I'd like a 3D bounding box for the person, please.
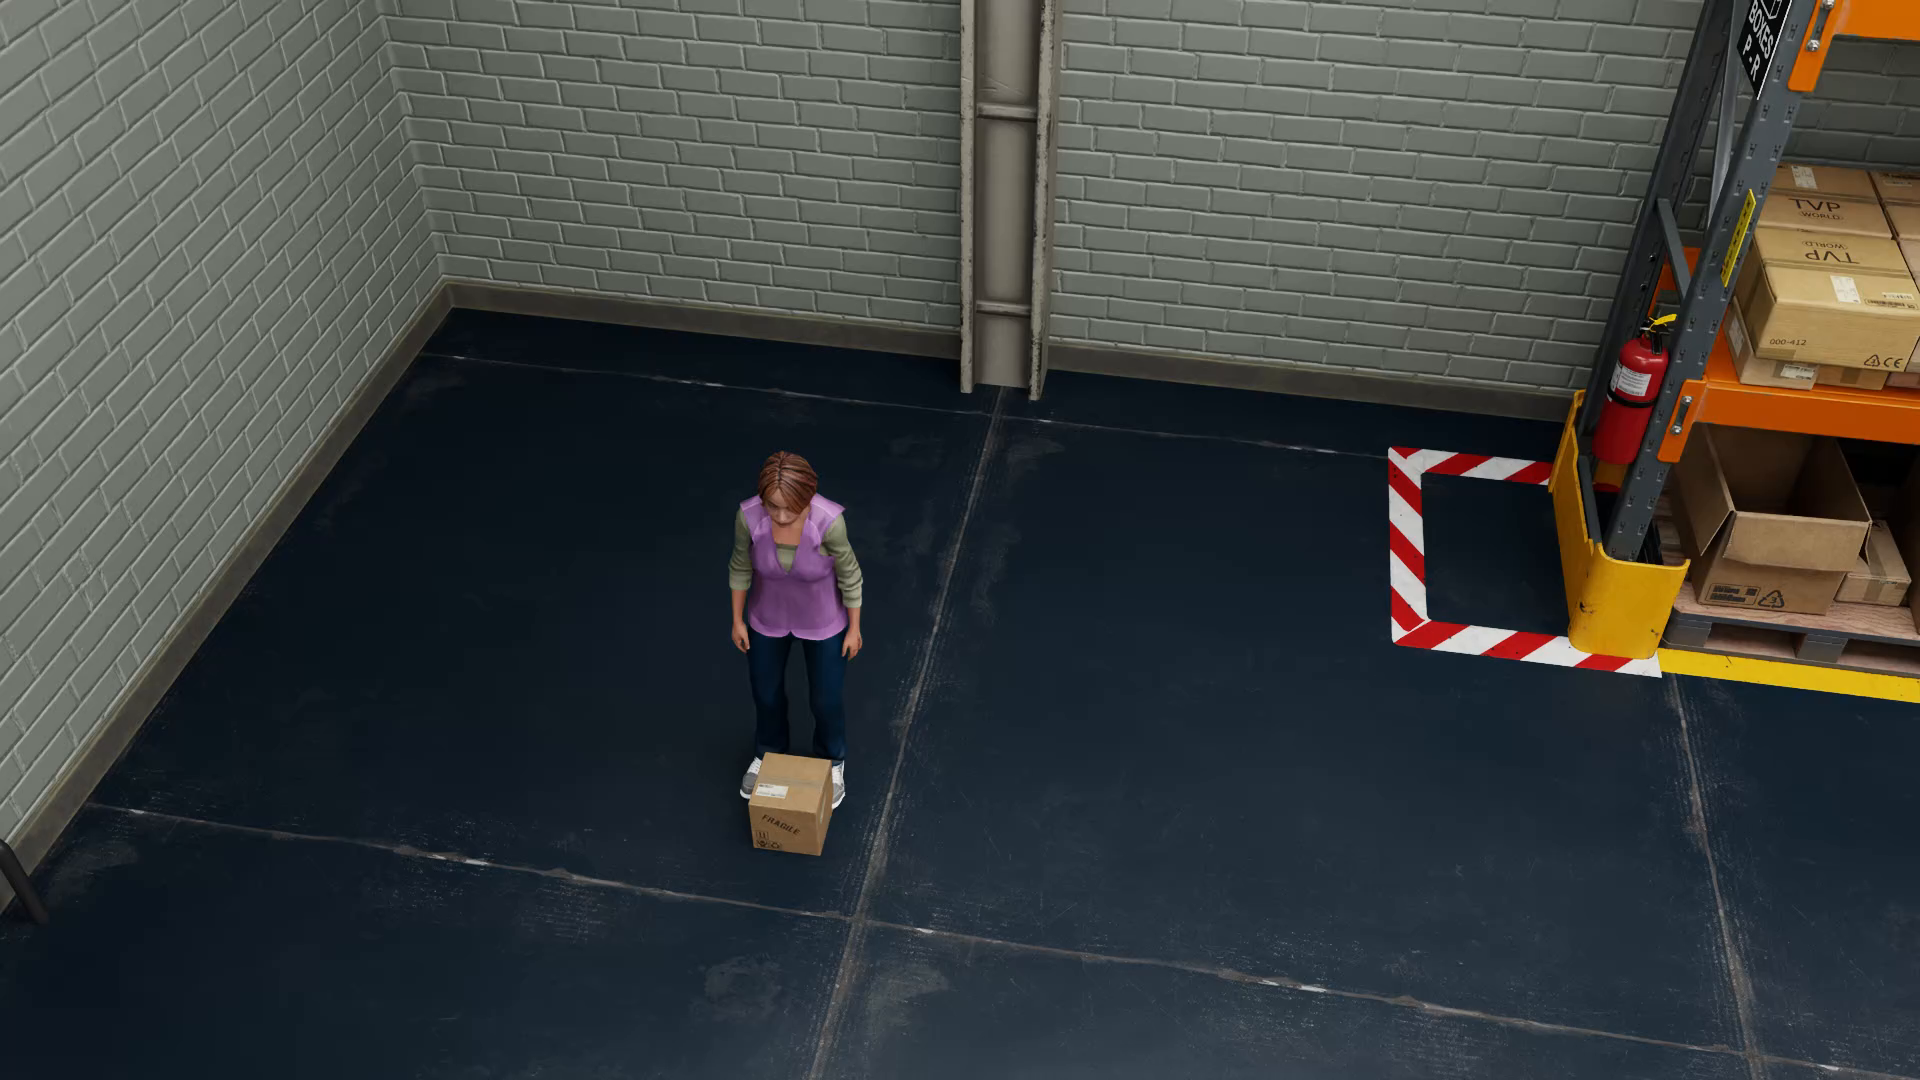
[{"bbox_3d":[-0.575,0.300,5.822,0.484,1.592,0.346,4,41,5],"label":"person"}]
